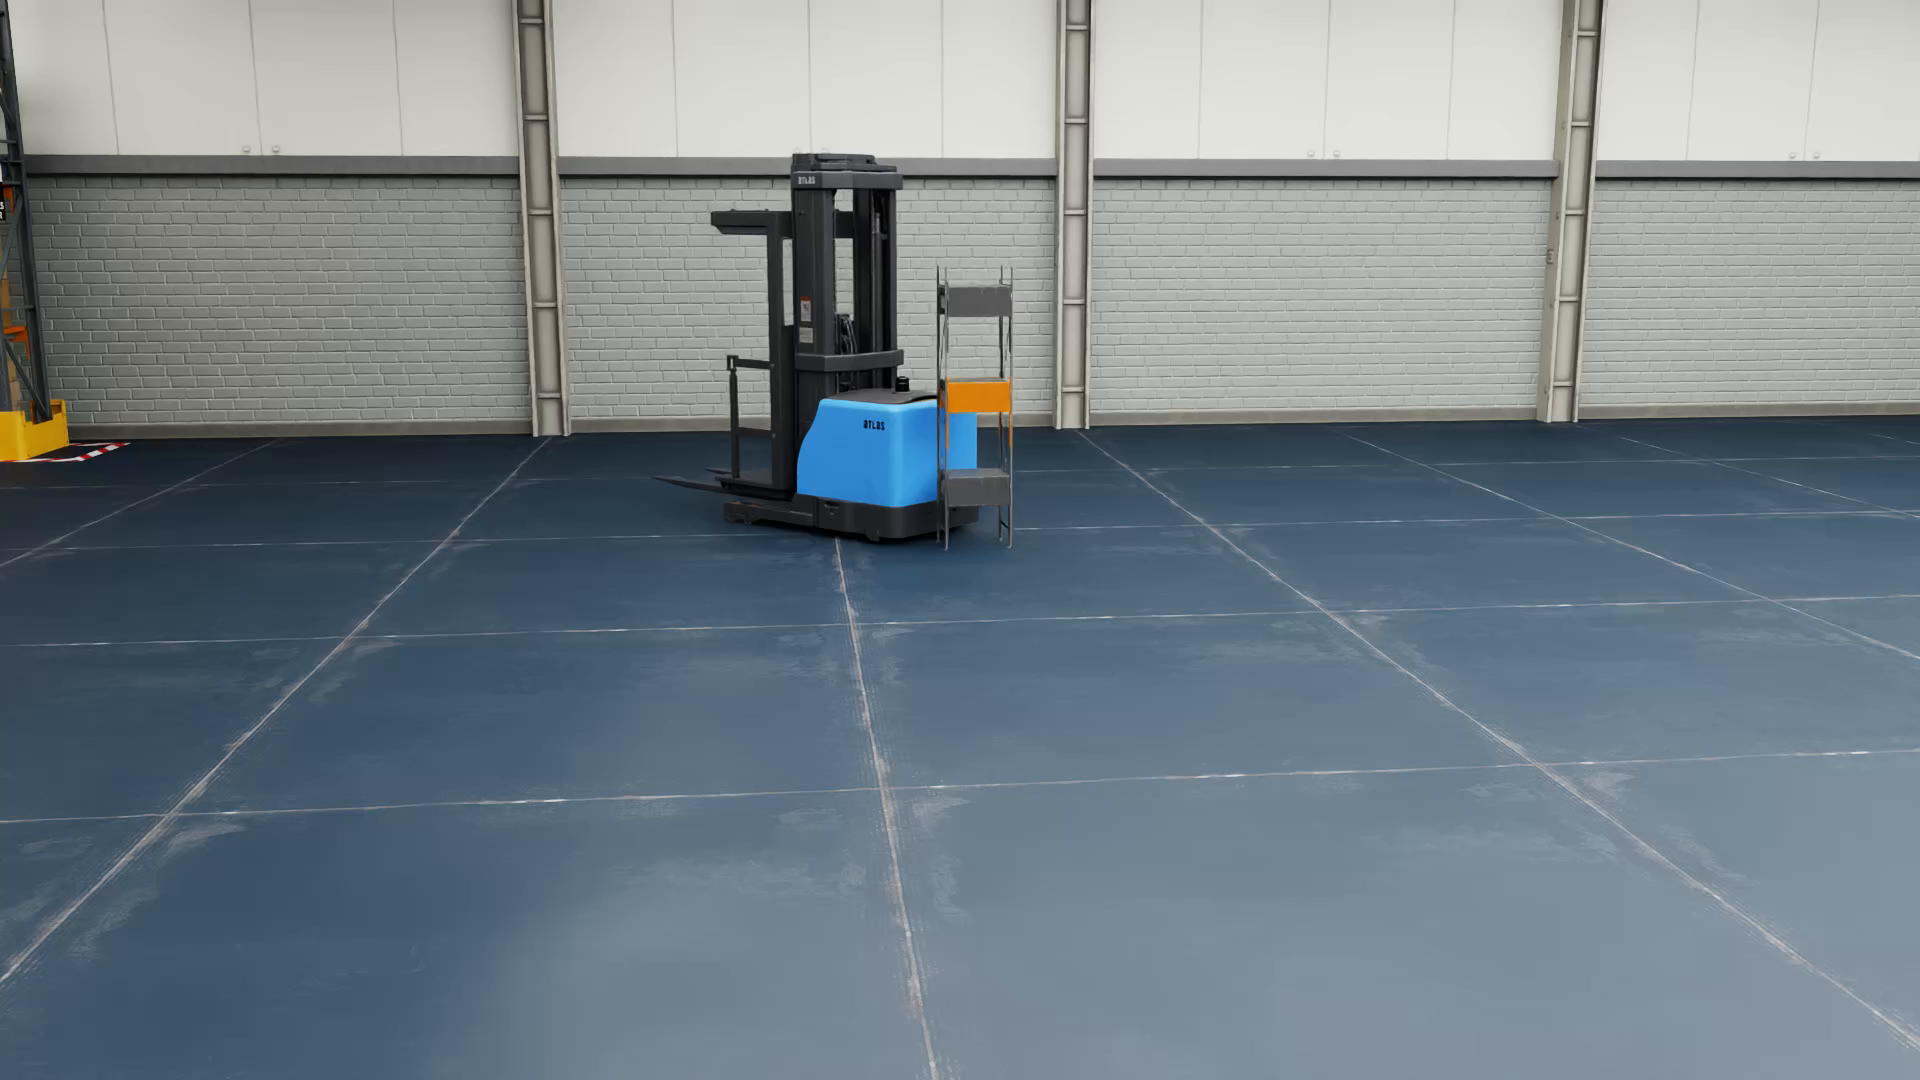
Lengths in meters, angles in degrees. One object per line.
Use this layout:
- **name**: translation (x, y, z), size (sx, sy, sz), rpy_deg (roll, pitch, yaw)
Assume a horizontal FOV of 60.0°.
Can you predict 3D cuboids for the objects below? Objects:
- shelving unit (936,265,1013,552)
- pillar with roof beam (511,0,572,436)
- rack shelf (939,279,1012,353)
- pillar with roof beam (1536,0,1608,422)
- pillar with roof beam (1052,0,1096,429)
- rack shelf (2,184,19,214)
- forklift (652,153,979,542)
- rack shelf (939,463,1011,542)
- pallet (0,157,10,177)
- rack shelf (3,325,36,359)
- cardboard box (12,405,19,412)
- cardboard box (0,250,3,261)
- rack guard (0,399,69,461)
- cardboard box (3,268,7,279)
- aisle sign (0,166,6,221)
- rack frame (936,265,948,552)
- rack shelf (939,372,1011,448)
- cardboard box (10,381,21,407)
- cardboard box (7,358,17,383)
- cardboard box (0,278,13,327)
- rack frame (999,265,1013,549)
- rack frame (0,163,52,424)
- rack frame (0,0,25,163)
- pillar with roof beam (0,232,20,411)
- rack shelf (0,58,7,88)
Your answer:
- **shelving unit**: translation (0.106, -0.990, 12.462), size (0.503, 2.100, 0.431), rpy_deg (-2, 11, -10)
- **pillar with roof beam**: translation (-4.192, -4.796, 13.935), size (0.400, 9.000, 9.100), rpy_deg (-1, 11, -6)
- **rack shelf**: translation (0.106, -1.664, 12.330), size (0.480, 0.518, 0.431), rpy_deg (-2, 11, -10)
- **pillar with roof beam**: translation (7.737, -5.046, 15.207), size (0.400, 9.000, 9.100), rpy_deg (-1, 11, -6)
- **pillar with roof beam**: translation (1.773, -4.921, 14.571), size (0.400, 9.000, 9.100), rpy_deg (-1, 11, -6)
- **rack shelf**: translation (-11.821, -3.472, 16.840), size (4.000, 0.370, 1.077), rpy_deg (-1, 11, -6)
- **forklift**: translation (-1.311, -1.633, 13.578), size (3.031, 2.935, 1.130), rpy_deg (9, 14, 39)
- **rack shelf**: translation (0.106, -0.290, 12.600), size (0.480, 0.518, 0.431), rpy_deg (-2, 11, -10)
- **pallet**: translation (-10.538, -3.813, 16.941), size (1.213, 0.211, 1.003), rpy_deg (-1, 11, -6)
- **rack shelf**: translation (-11.821, -2.000, 17.129), size (4.000, 0.370, 1.077), rpy_deg (-1, 11, -6)
- **cardboard box**: translation (-10.342, -1.279, 17.635), size (0.500, 0.250, 0.500), rpy_deg (-1, 11, -6)
- **cardboard box**: translation (-10.190, -2.942, 17.344), size (0.250, 0.149, 0.380), rpy_deg (-1, 11, -7)
- **rack guard**: translation (-9.809, -1.168, 17.516), size (0.348, 0.500, 1.175), rpy_deg (-1, 11, -6)
- **cardboard box**: translation (-10.198, -2.805, 17.417), size (0.250, 0.149, 0.380), rpy_deg (-1, 11, -8)
- **aisle sign**: translation (-9.736, -3.615, 16.742), size (0.004, 0.787, 0.394), rpy_deg (-1, 11, -6)
- **rack frame**: translation (-0.134, -0.982, 12.419), size (0.015, 2.100, 0.400), rpy_deg (-2, 11, -10)
- **rack shelf**: translation (0.106, -0.977, 12.465), size (0.480, 0.518, 0.431), rpy_deg (-2, 11, -10)
- **cardboard box**: translation (-10.322, -1.527, 17.601), size (0.500, 0.250, 0.500), rpy_deg (-1, 11, -5)
- **cardboard box**: translation (-10.331, -1.768, 17.534), size (0.500, 0.250, 0.500), rpy_deg (-1, 11, -7)
- **cardboard box**: translation (-10.355, -2.486, 17.481), size (0.500, 0.500, 0.500), rpy_deg (-1, 11, -4)
- **rack frame**: translation (0.346, -0.999, 12.506), size (0.015, 2.100, 0.400), rpy_deg (-2, 11, -10)
- **rack frame**: translation (-9.833, -2.394, 17.272), size (0.127, 3.000, 1.000), rpy_deg (-1, 11, -6)
- **rack frame**: translation (-9.833, -5.338, 16.693), size (0.127, 3.000, 1.000), rpy_deg (-1, 11, -6)
- **pillar with roof beam**: translation (-10.157, -4.671, 13.299), size (0.400, 9.000, 9.100), rpy_deg (-1, 11, -6)
- **rack shelf**: translation (-11.821, -4.747, 16.589), size (4.000, 0.370, 1.077), rpy_deg (-1, 11, -6)
